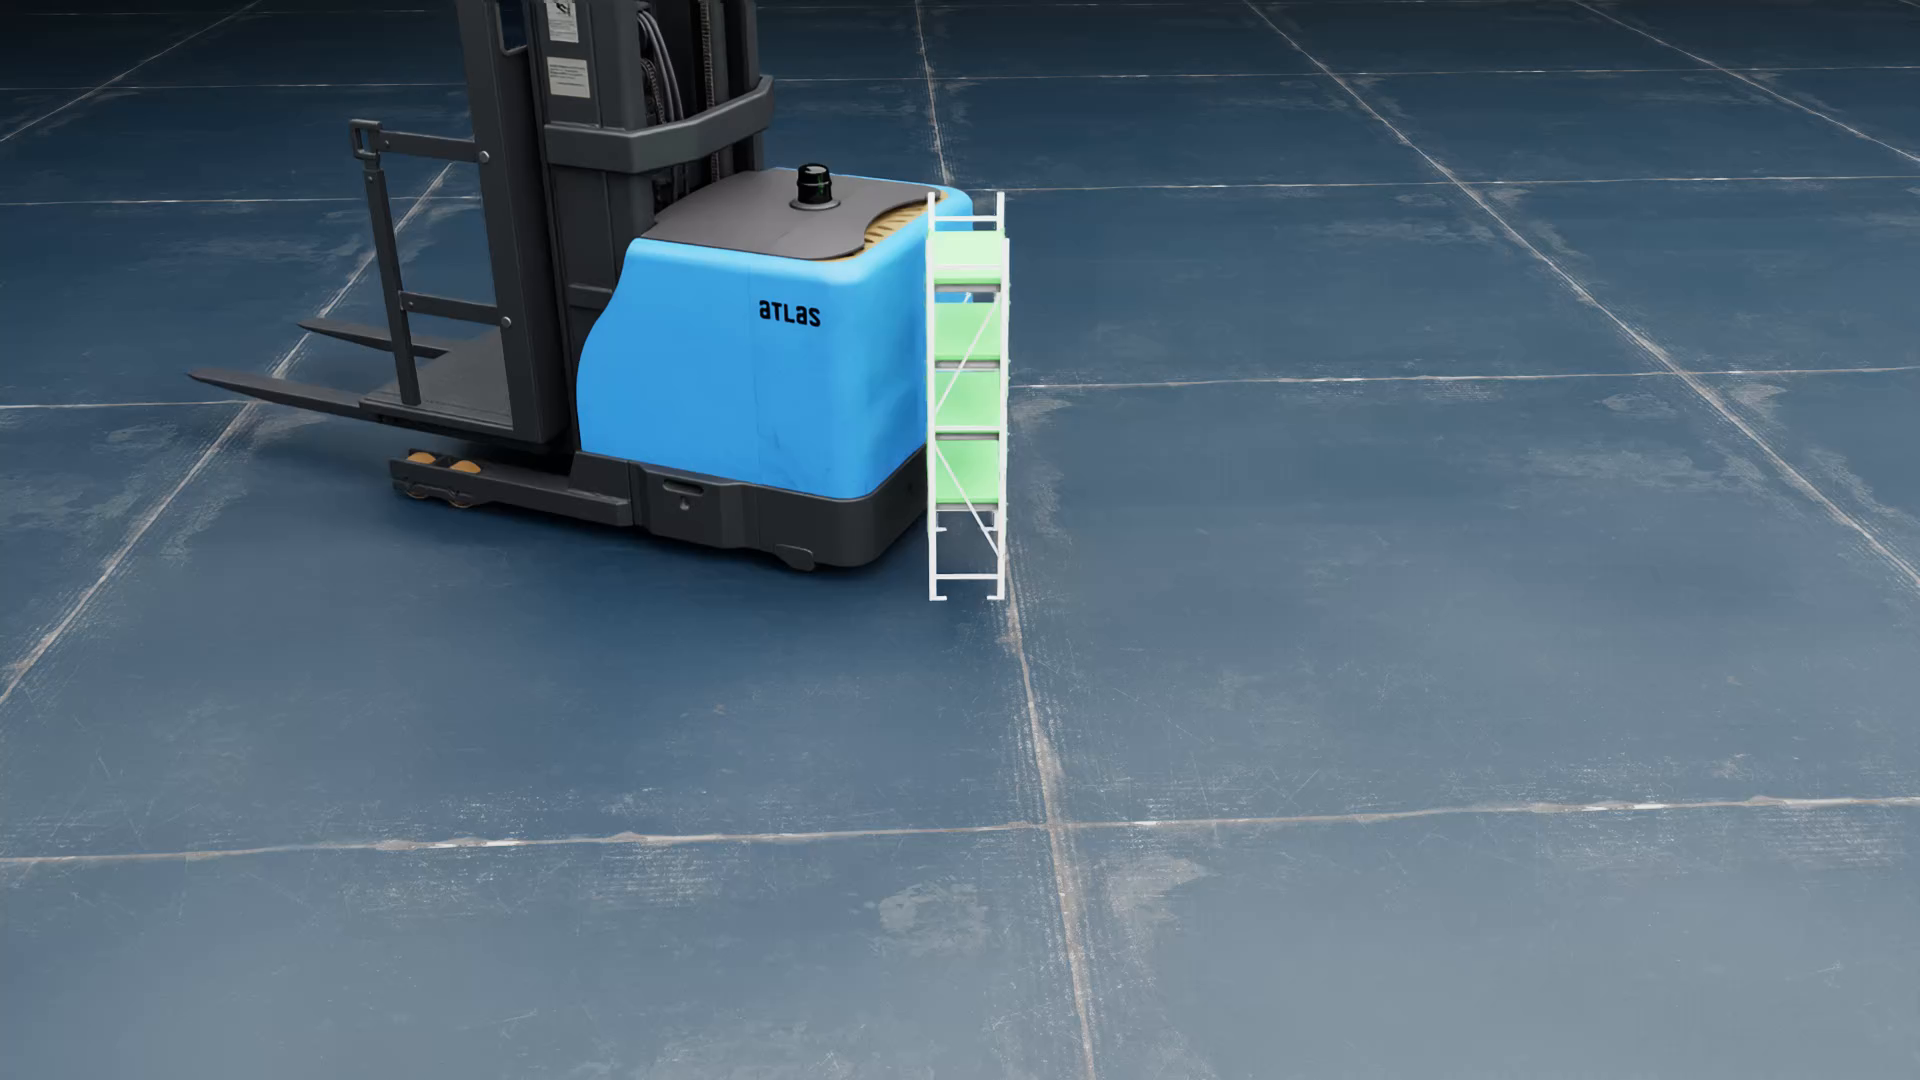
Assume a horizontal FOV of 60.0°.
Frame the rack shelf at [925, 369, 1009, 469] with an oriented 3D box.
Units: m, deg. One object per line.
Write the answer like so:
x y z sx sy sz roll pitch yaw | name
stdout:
0.021 -0.396 5.350 0.258 0.148 0.480 0 28 0 | rack shelf

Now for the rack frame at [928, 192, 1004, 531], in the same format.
0.019 -0.566 5.537 0.240 1.200 0.015 0 28 0 | rack frame

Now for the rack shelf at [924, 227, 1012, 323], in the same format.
0.021 -0.822 5.128 0.258 0.148 0.480 0 28 0 | rack shelf

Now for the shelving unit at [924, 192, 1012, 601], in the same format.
0.021 -0.453 5.321 0.258 1.200 0.503 0 28 0 | shelving unit

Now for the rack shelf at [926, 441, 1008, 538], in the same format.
0.021 -0.183 5.461 0.258 0.148 0.480 0 28 0 | rack shelf

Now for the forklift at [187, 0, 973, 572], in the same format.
-1.508 -1.626 5.698 3.031 2.935 1.130 11 29 20 | forklift

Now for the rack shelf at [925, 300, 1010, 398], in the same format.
0.021 -0.609 5.239 0.258 0.148 0.480 0 28 0 | rack shelf

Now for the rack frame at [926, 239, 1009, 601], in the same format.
0.023 -0.340 5.105 0.240 1.200 0.015 0 28 0 | rack frame
